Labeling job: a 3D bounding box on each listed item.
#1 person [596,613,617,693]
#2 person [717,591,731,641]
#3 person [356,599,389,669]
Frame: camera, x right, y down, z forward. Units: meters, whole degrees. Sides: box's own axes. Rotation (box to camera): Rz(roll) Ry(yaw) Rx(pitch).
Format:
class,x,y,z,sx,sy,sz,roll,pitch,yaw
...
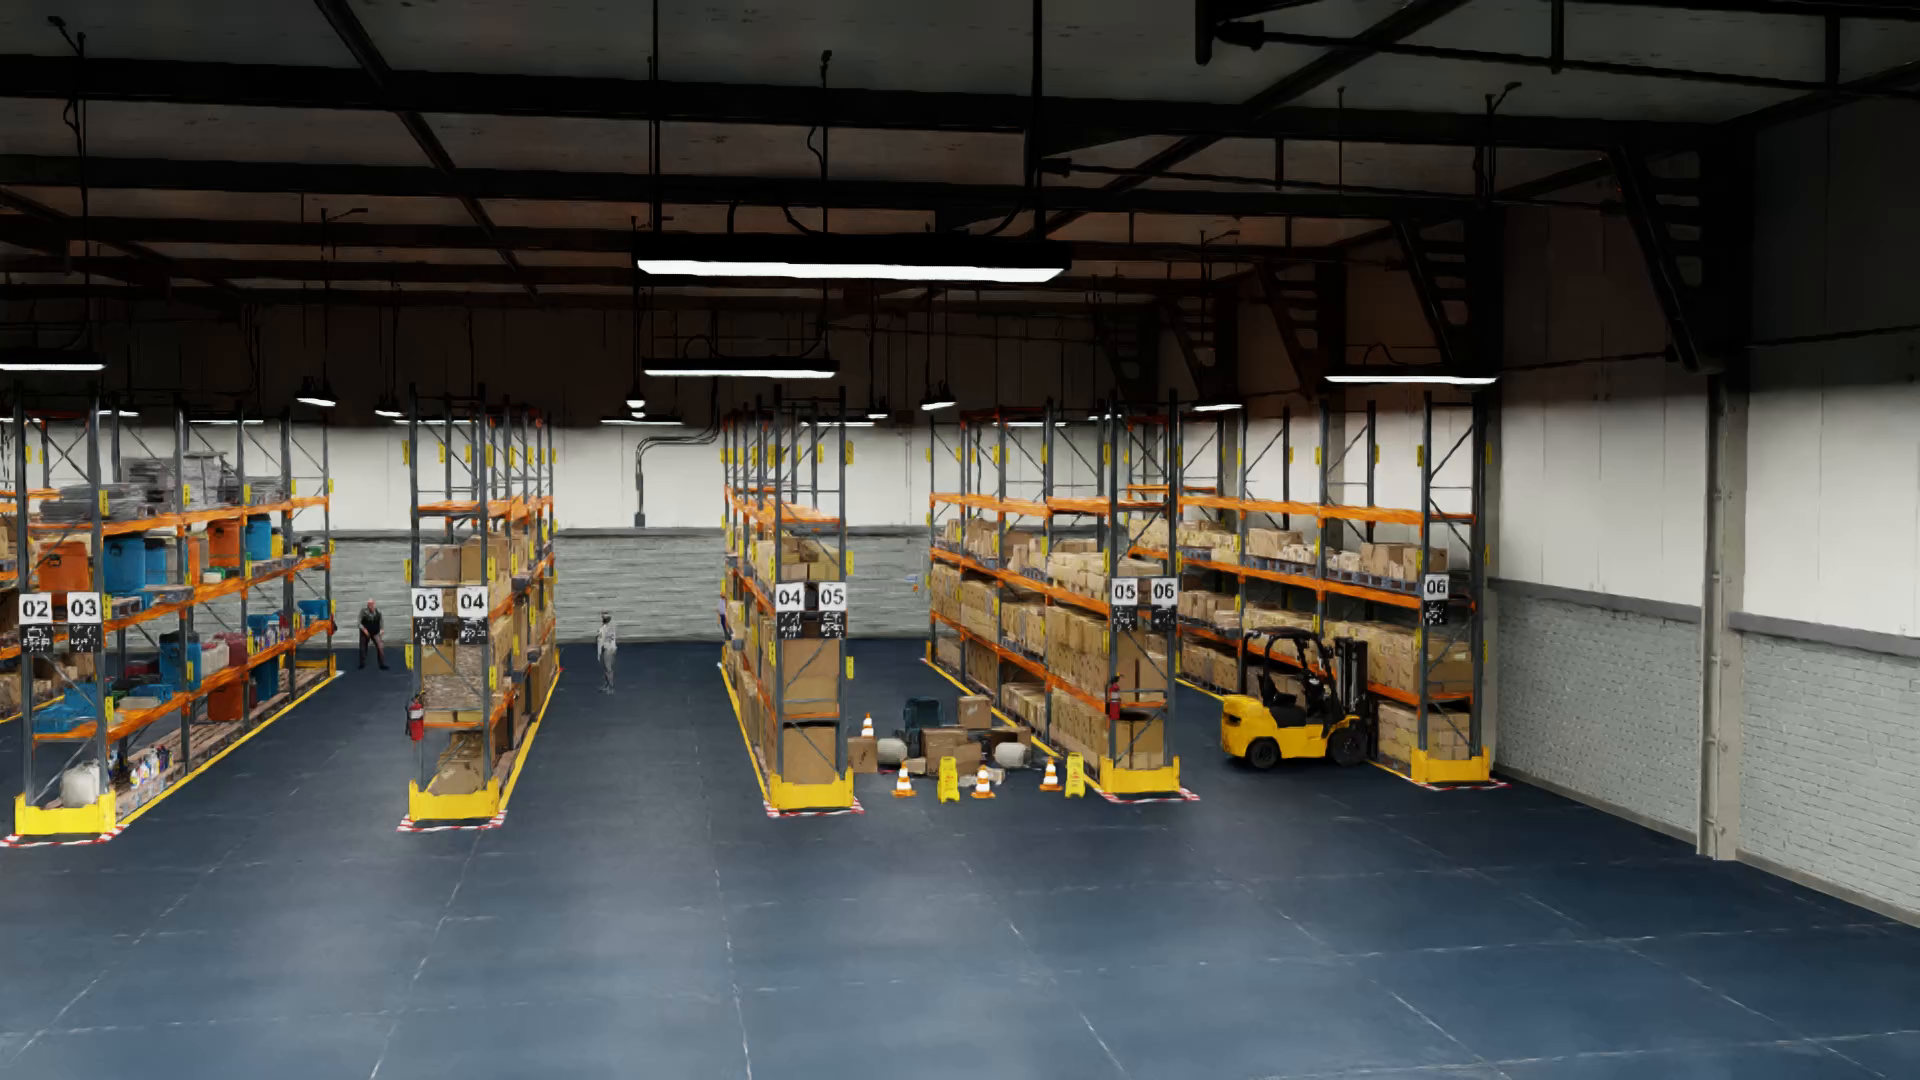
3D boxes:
class,x,y,z,sx,sy,sz,roll,pitch,yaw
person,-7.480,2.373,35.156,0.544,1.667,0.572,1,3,20
person,-5.907,2.051,42.476,0.607,1.658,0.470,3,4,45
person,-13.809,2.164,38.995,0.688,1.608,0.825,-2,3,-29
